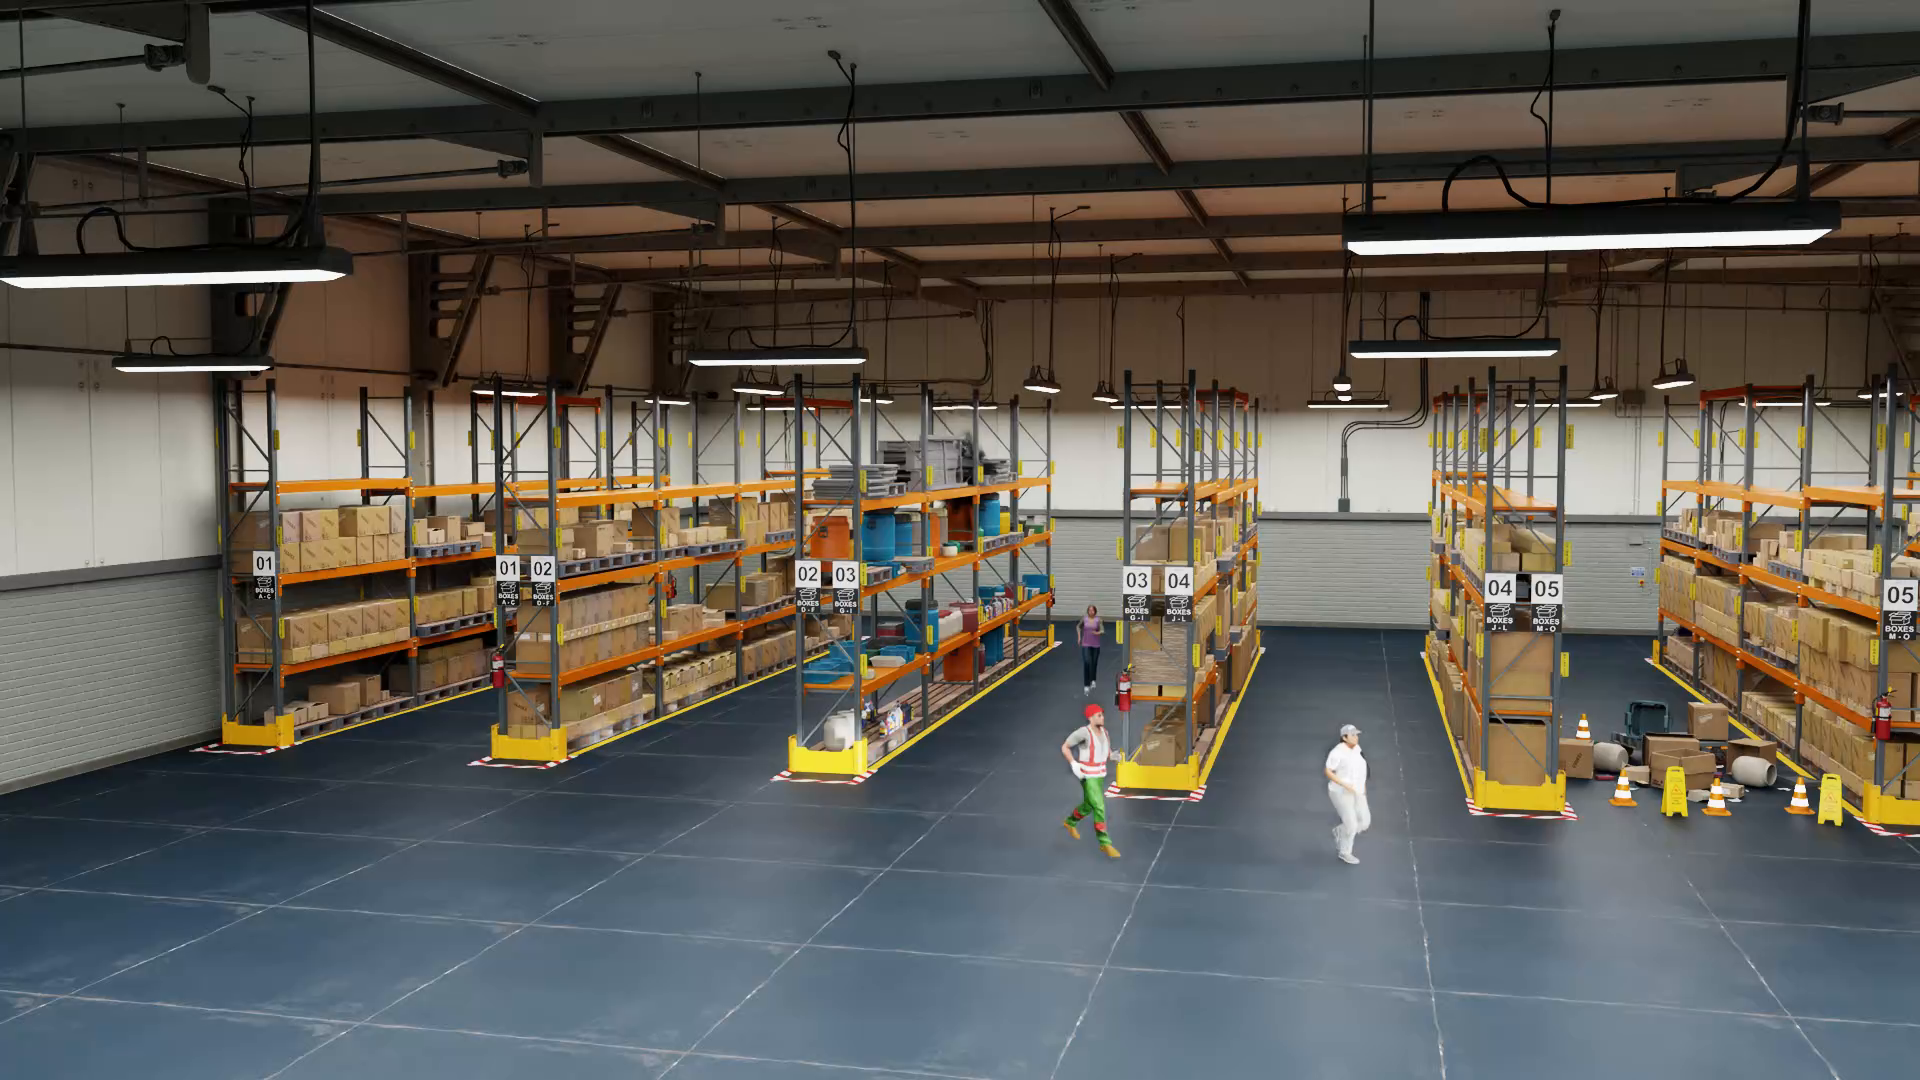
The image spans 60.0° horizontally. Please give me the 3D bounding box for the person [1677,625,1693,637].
[{"bbox_3d":[16.837,1.918,38.327,0.640,1.660,0.690,2,4,33],"label":"person"}]

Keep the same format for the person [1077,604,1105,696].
[{"bbox_3d":[2.455,2.047,31.216,0.506,1.688,0.691,0,3,1],"label":"person"}]

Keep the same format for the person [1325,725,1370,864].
[{"bbox_3d":[4.585,3.006,19.796,0.610,1.635,0.551,-2,4,-36],"label":"person"}]

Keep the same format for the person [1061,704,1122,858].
[{"bbox_3d":[1.576,2.880,20.202,1.005,1.793,0.671,3,5,42],"label":"person"}]
